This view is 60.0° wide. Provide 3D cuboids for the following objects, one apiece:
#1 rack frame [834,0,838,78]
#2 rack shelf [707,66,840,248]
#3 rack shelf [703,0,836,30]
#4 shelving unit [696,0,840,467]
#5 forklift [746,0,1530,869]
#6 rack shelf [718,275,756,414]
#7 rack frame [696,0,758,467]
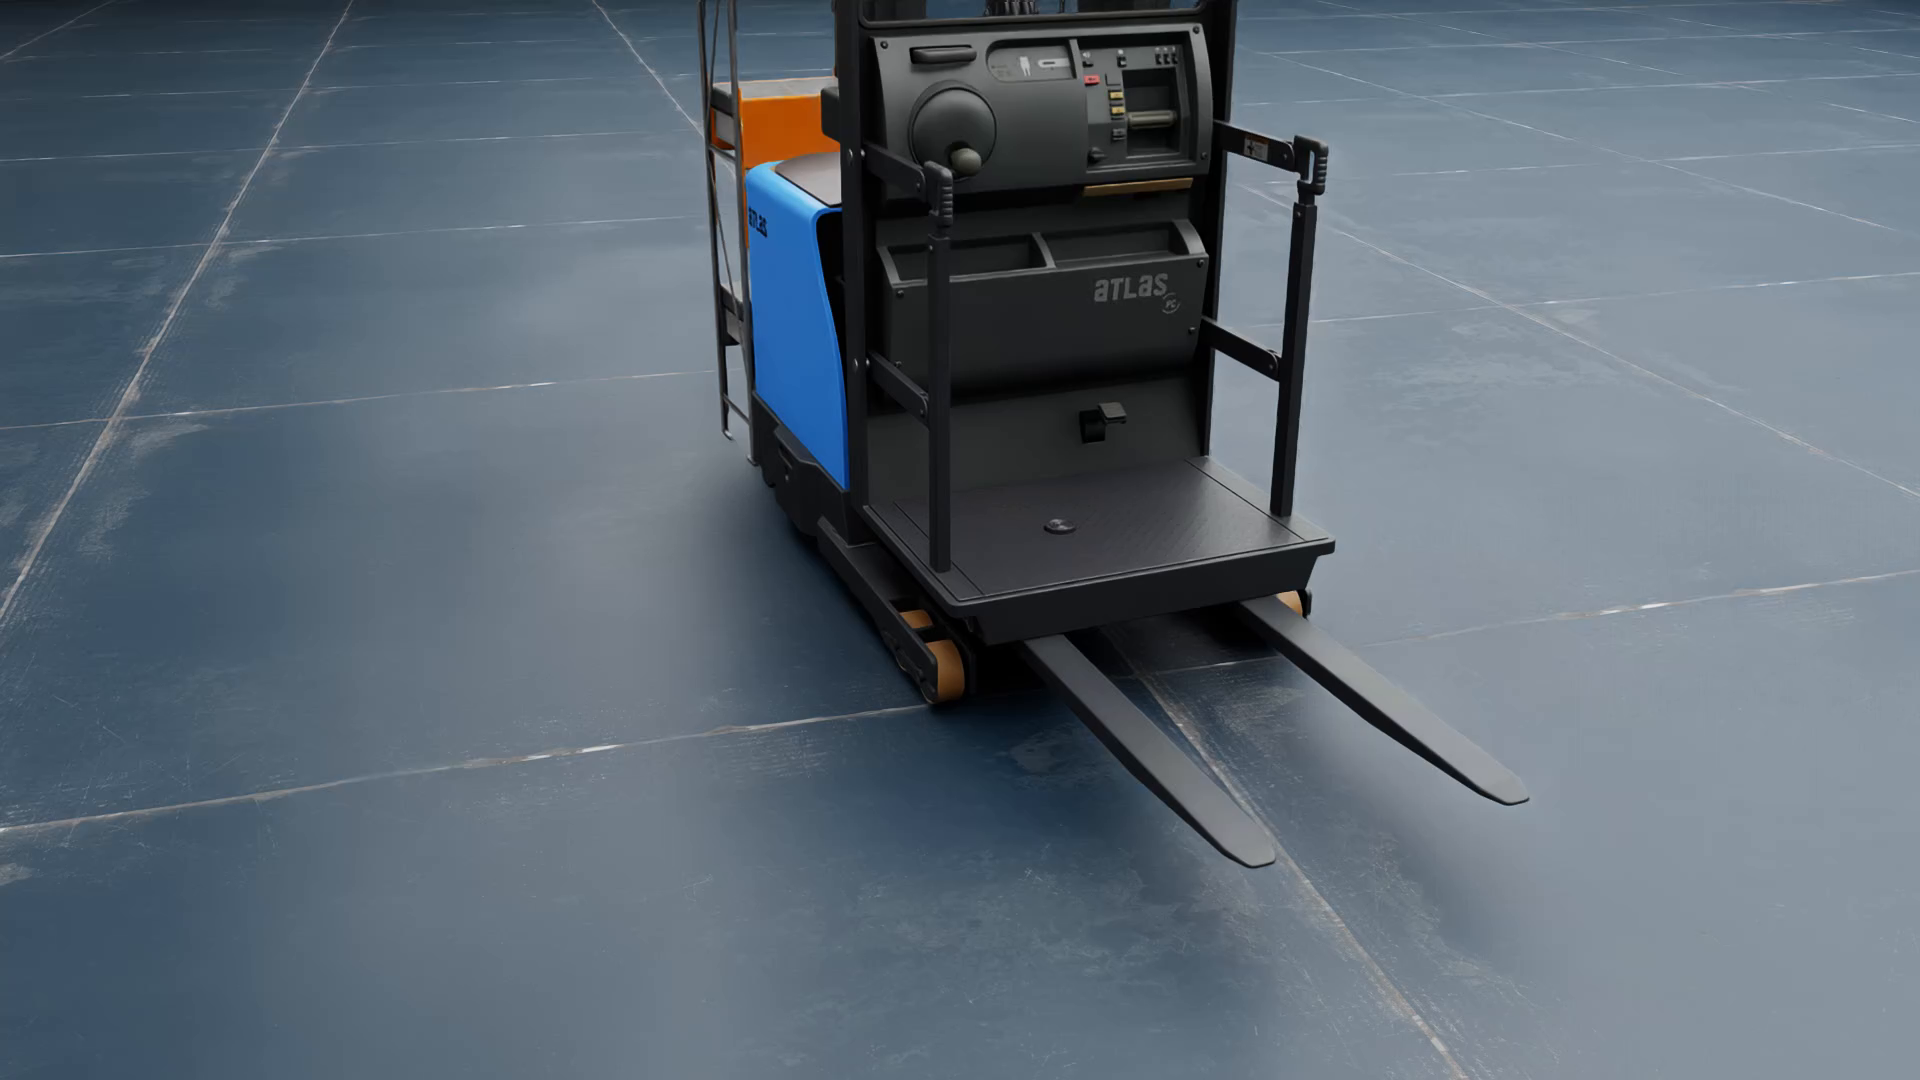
[{"bbox_3d":[-0.352,-1.374,5.789,0.015,2.100,0.400,-10,25,-22],"label":"rack frame"},{"bbox_3d":[-0.575,-1.323,5.704,0.480,0.518,0.431,-10,25,-22],"label":"rack shelf"},{"bbox_3d":[-0.576,-1.967,5.429,0.480,0.518,0.431,-10,25,-22],"label":"rack shelf"},{"bbox_3d":[-0.575,-1.336,5.699,0.503,2.100,0.431,-10,25,-22],"label":"shelving unit"},{"bbox_3d":[0.310,-1.113,4.127,1.130,2.935,3.031,-9,25,-20],"label":"forklift"},{"bbox_3d":[-0.575,-0.679,5.980,0.480,0.518,0.431,-10,25,-22],"label":"rack shelf"},{"bbox_3d":[-0.798,-1.297,5.609,0.015,2.100,0.400,-10,25,-22],"label":"rack frame"}]
